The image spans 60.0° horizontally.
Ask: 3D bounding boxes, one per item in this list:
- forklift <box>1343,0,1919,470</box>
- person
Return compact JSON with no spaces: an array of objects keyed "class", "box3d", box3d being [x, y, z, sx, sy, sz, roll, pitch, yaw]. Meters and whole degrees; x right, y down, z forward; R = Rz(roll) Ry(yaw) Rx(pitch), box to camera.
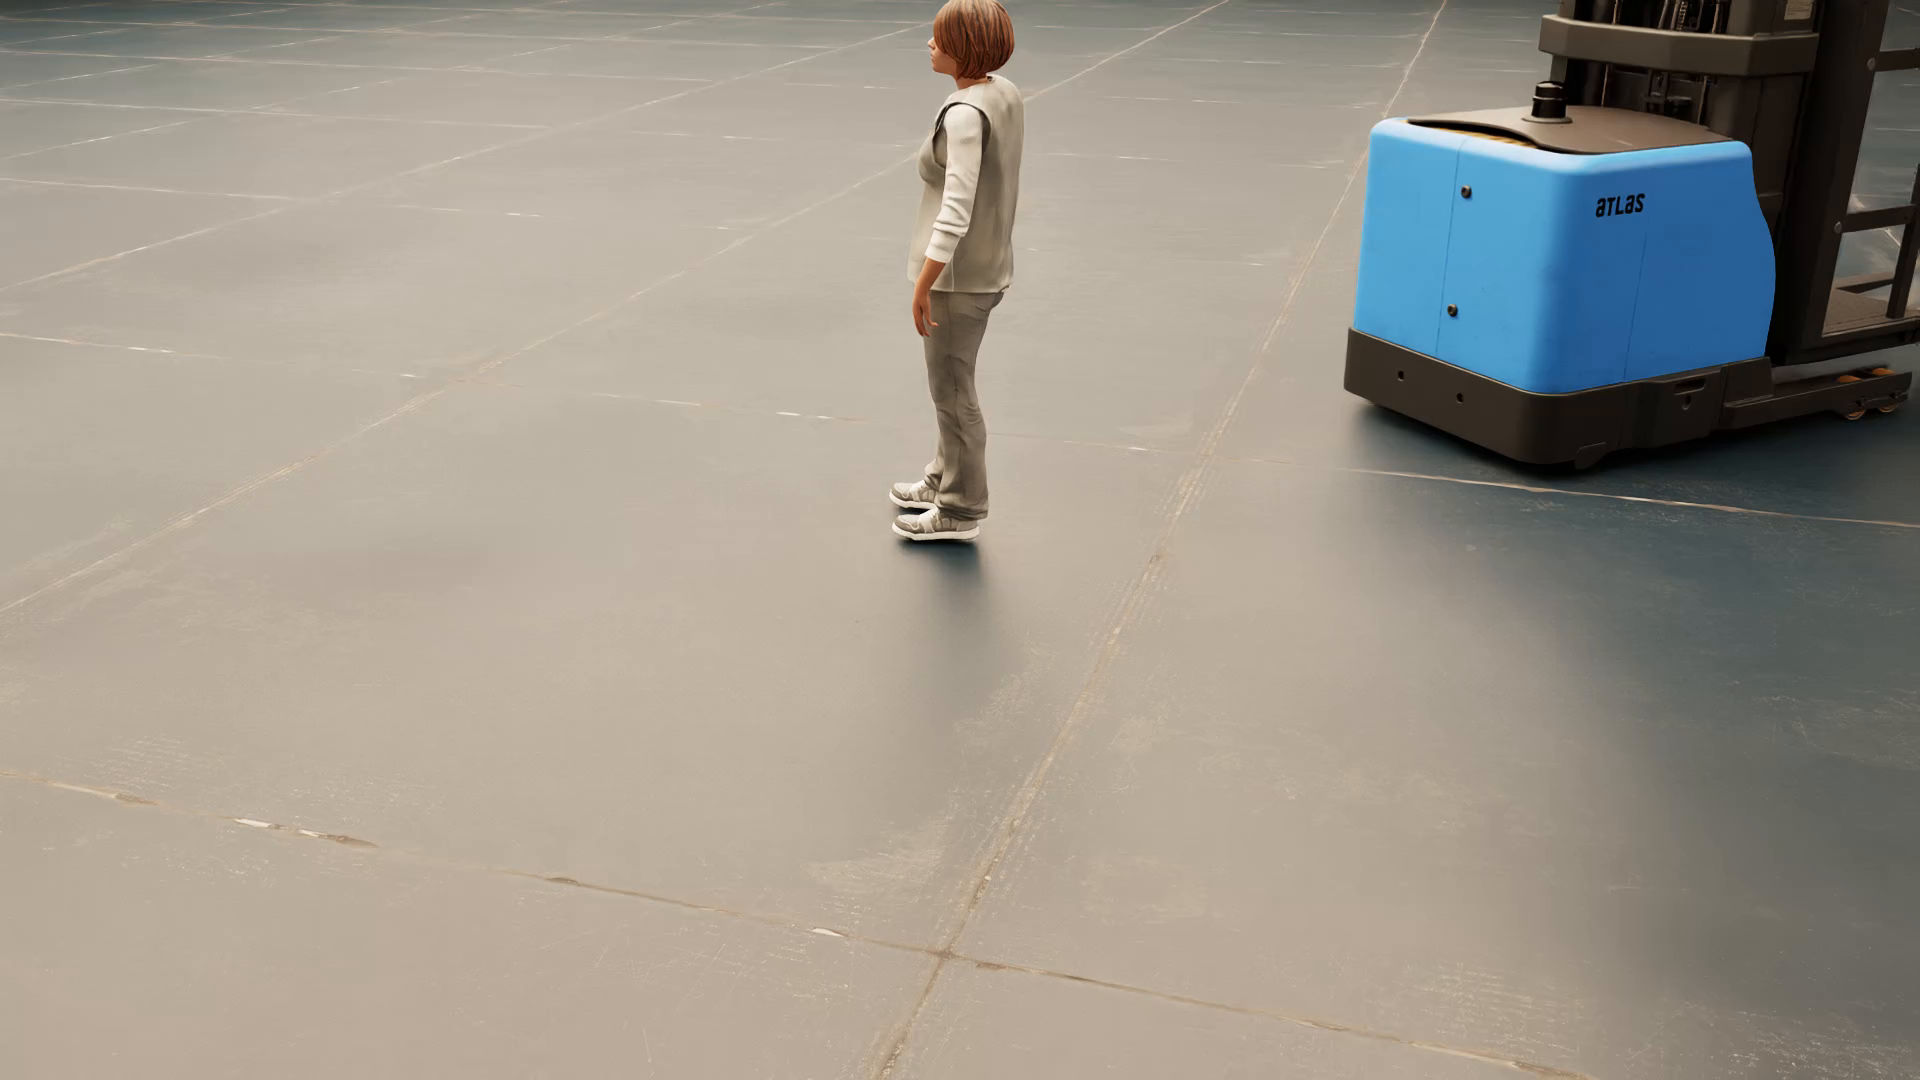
[{"class":"forklift","box3d":[3.010,-1.968,6.048,3.031,2.935,1.130,-11,25,-25]},{"class":"person","box3d":[-0.067,-0.755,4.847,0.473,1.592,0.521,7,23,16]}]
